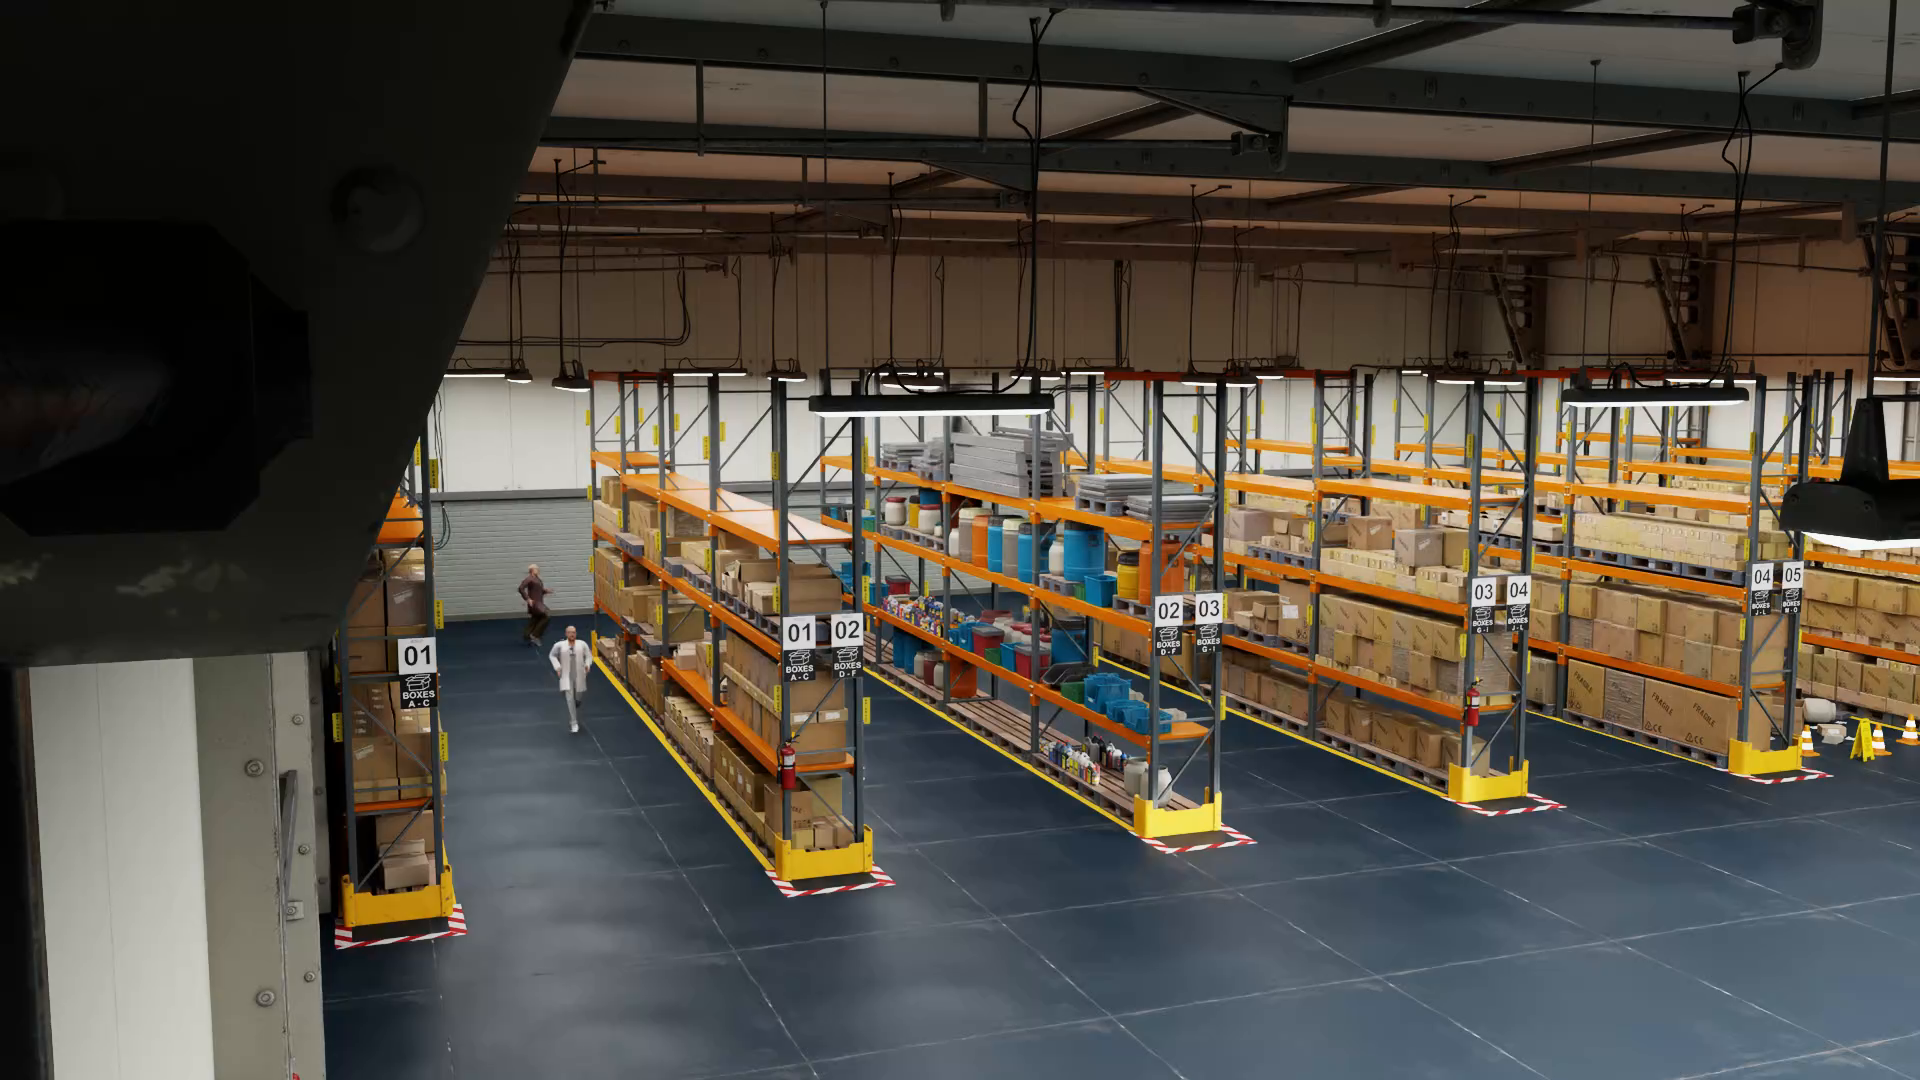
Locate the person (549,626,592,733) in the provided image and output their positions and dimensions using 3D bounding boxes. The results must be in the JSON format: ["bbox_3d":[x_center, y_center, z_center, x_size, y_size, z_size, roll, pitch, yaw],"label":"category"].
[{"bbox_3d":[-6.588,2.330,28.196,0.711,1.765,0.880,-2,7,-19],"label":"person"}]

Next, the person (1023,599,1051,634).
[{"bbox_3d":[1.494,1.925,31.951,0.661,1.682,0.585,-4,8,-32],"label":"person"}]

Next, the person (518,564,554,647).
[{"bbox_3d":[-9.203,1.424,36.133,0.770,1.798,0.681,0,6,-3],"label":"person"}]
